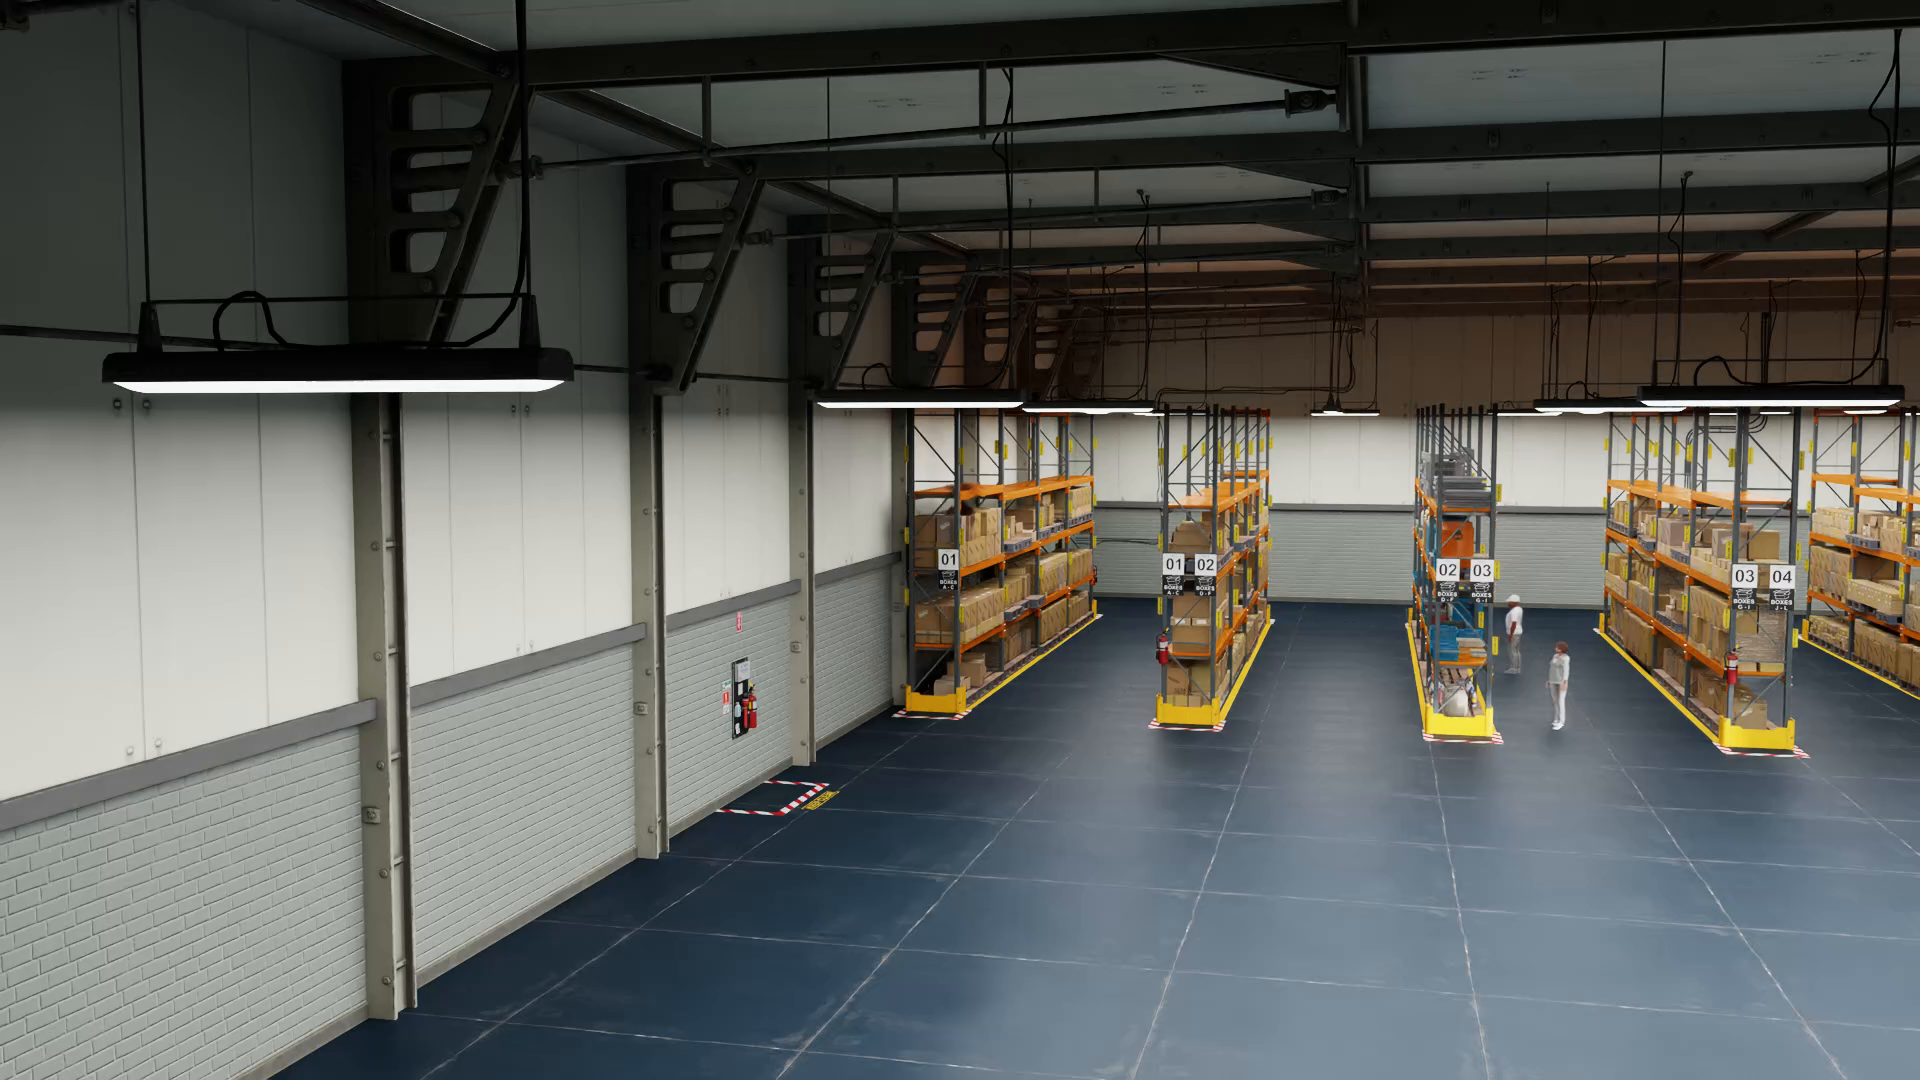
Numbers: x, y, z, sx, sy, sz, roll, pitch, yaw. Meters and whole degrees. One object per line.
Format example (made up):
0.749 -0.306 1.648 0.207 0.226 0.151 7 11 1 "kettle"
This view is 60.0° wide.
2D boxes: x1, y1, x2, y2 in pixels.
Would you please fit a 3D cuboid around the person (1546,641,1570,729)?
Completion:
11.119 2.692 30.892 0.481 1.596 0.432 -3 5 -39 "person"

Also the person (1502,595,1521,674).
12.394 2.115 37.314 0.388 1.776 0.651 2 5 26 "person"
